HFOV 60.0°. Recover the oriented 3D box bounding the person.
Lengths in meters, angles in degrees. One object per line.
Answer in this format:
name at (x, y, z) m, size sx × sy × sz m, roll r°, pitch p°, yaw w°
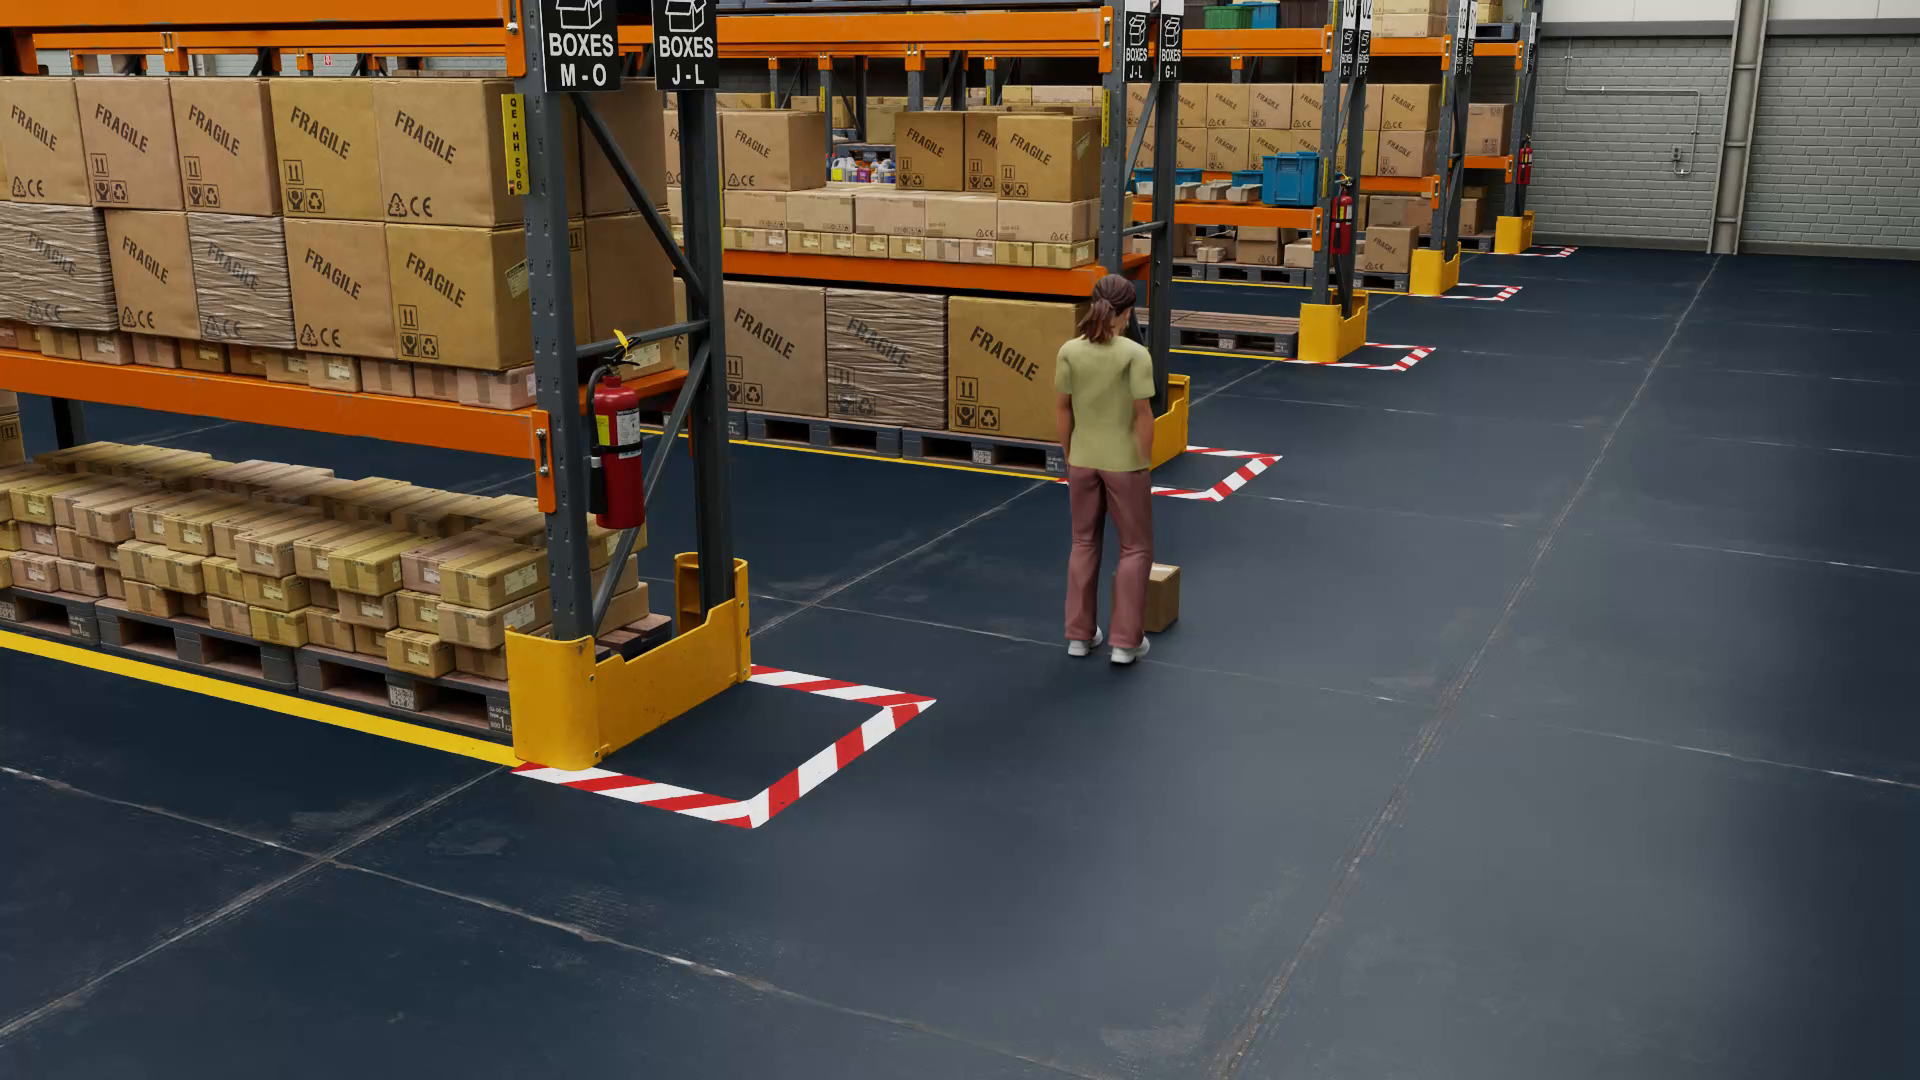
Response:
person at (0.628, -0.302, 7.140) m, size 0.455 × 1.662 × 0.329 m, roll 8°, pitch 18°, yaw 27°
